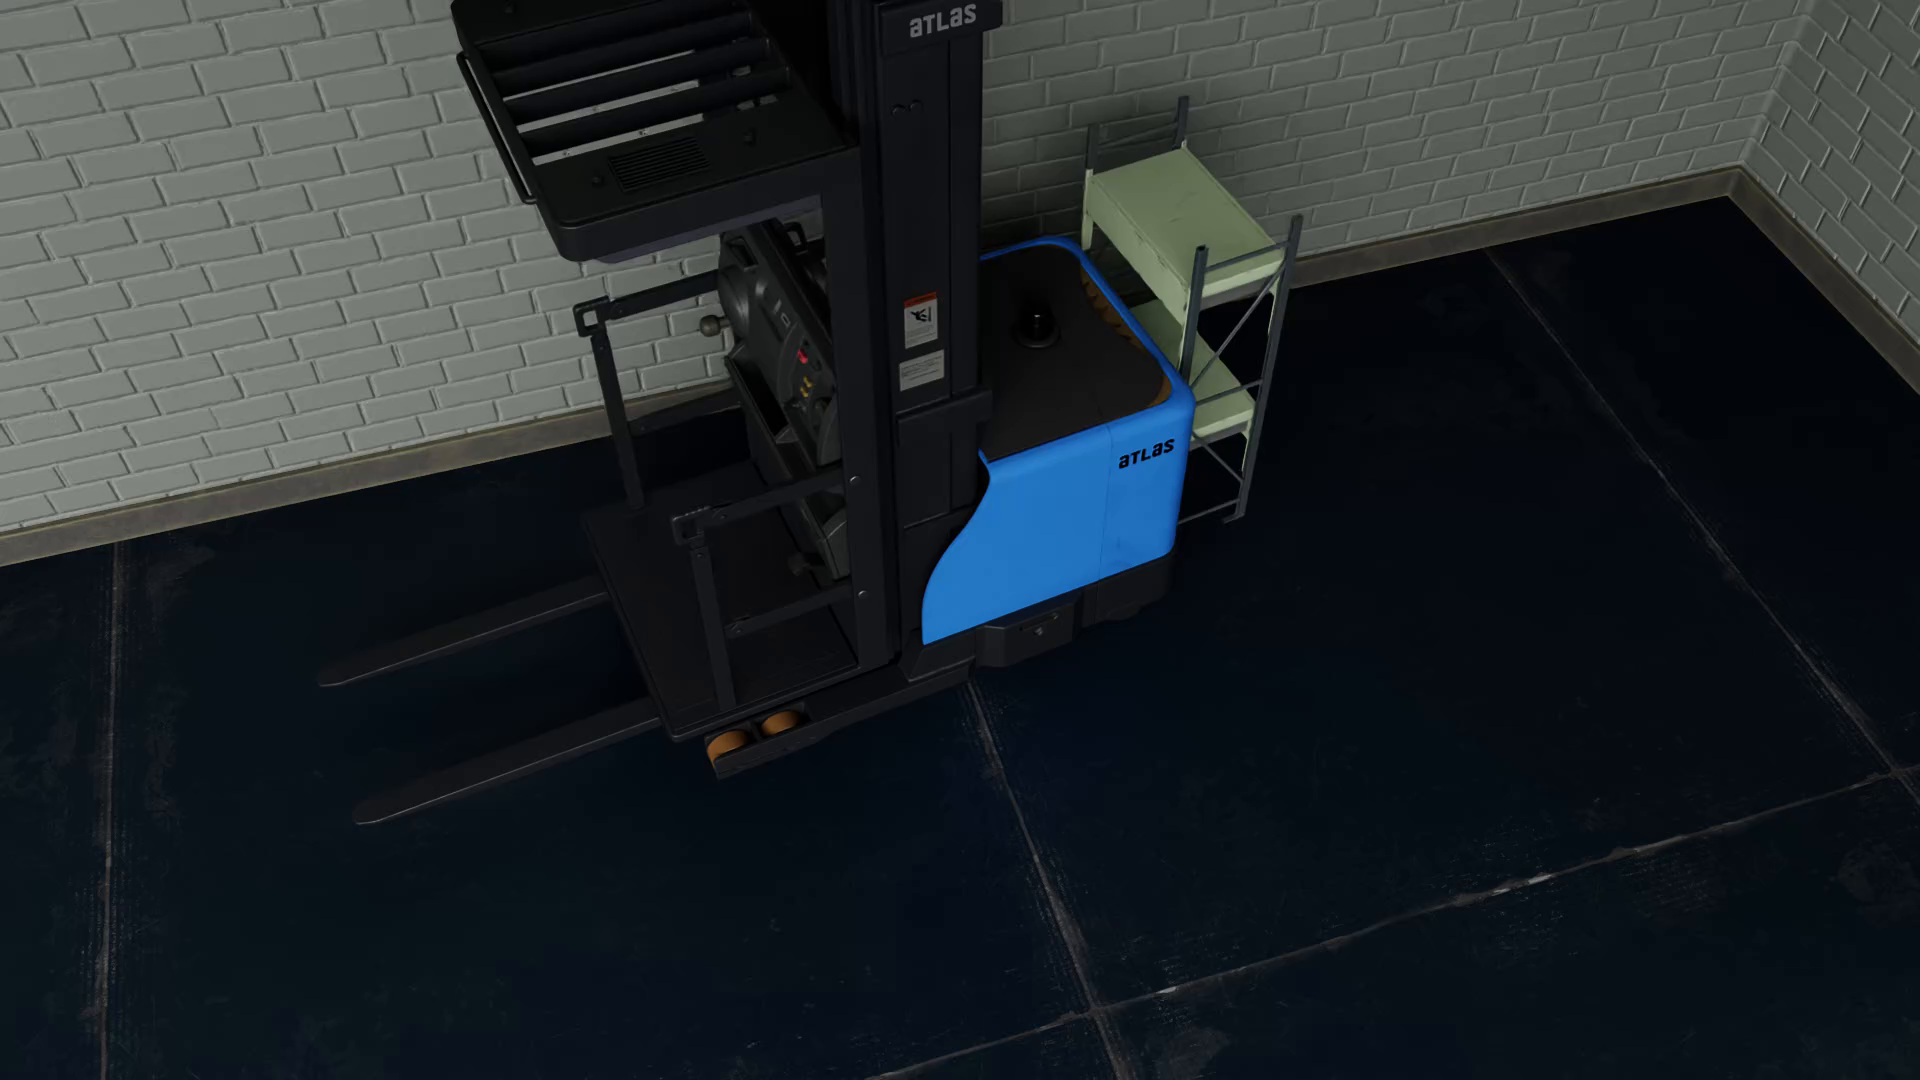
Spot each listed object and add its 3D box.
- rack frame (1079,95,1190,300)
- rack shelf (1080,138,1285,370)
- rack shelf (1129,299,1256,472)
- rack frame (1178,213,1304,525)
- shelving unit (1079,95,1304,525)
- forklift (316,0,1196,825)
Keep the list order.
[{"bbox_3d":[0.630,-1.025,6.423,0.400,1.500,0.023,-20,53,-16],"label":"rack frame"},{"bbox_3d":[0.789,-1.025,5.912,0.431,0.370,0.720,-20,53,-16],"label":"rack shelf"},{"bbox_3d":[0.789,-0.563,6.460,0.431,0.370,0.720,-20,53,-16],"label":"rack shelf"},{"bbox_3d":[0.948,-0.521,5.998,0.400,1.500,0.023,-20,53,-16],"label":"rack frame"},{"bbox_3d":[0.789,-0.773,6.211,0.431,1.500,0.755,-20,53,-16],"label":"shelving unit"},{"bbox_3d":[-0.752,-0.584,5.115,3.031,2.935,1.130,-20,53,-16],"label":"forklift"}]
